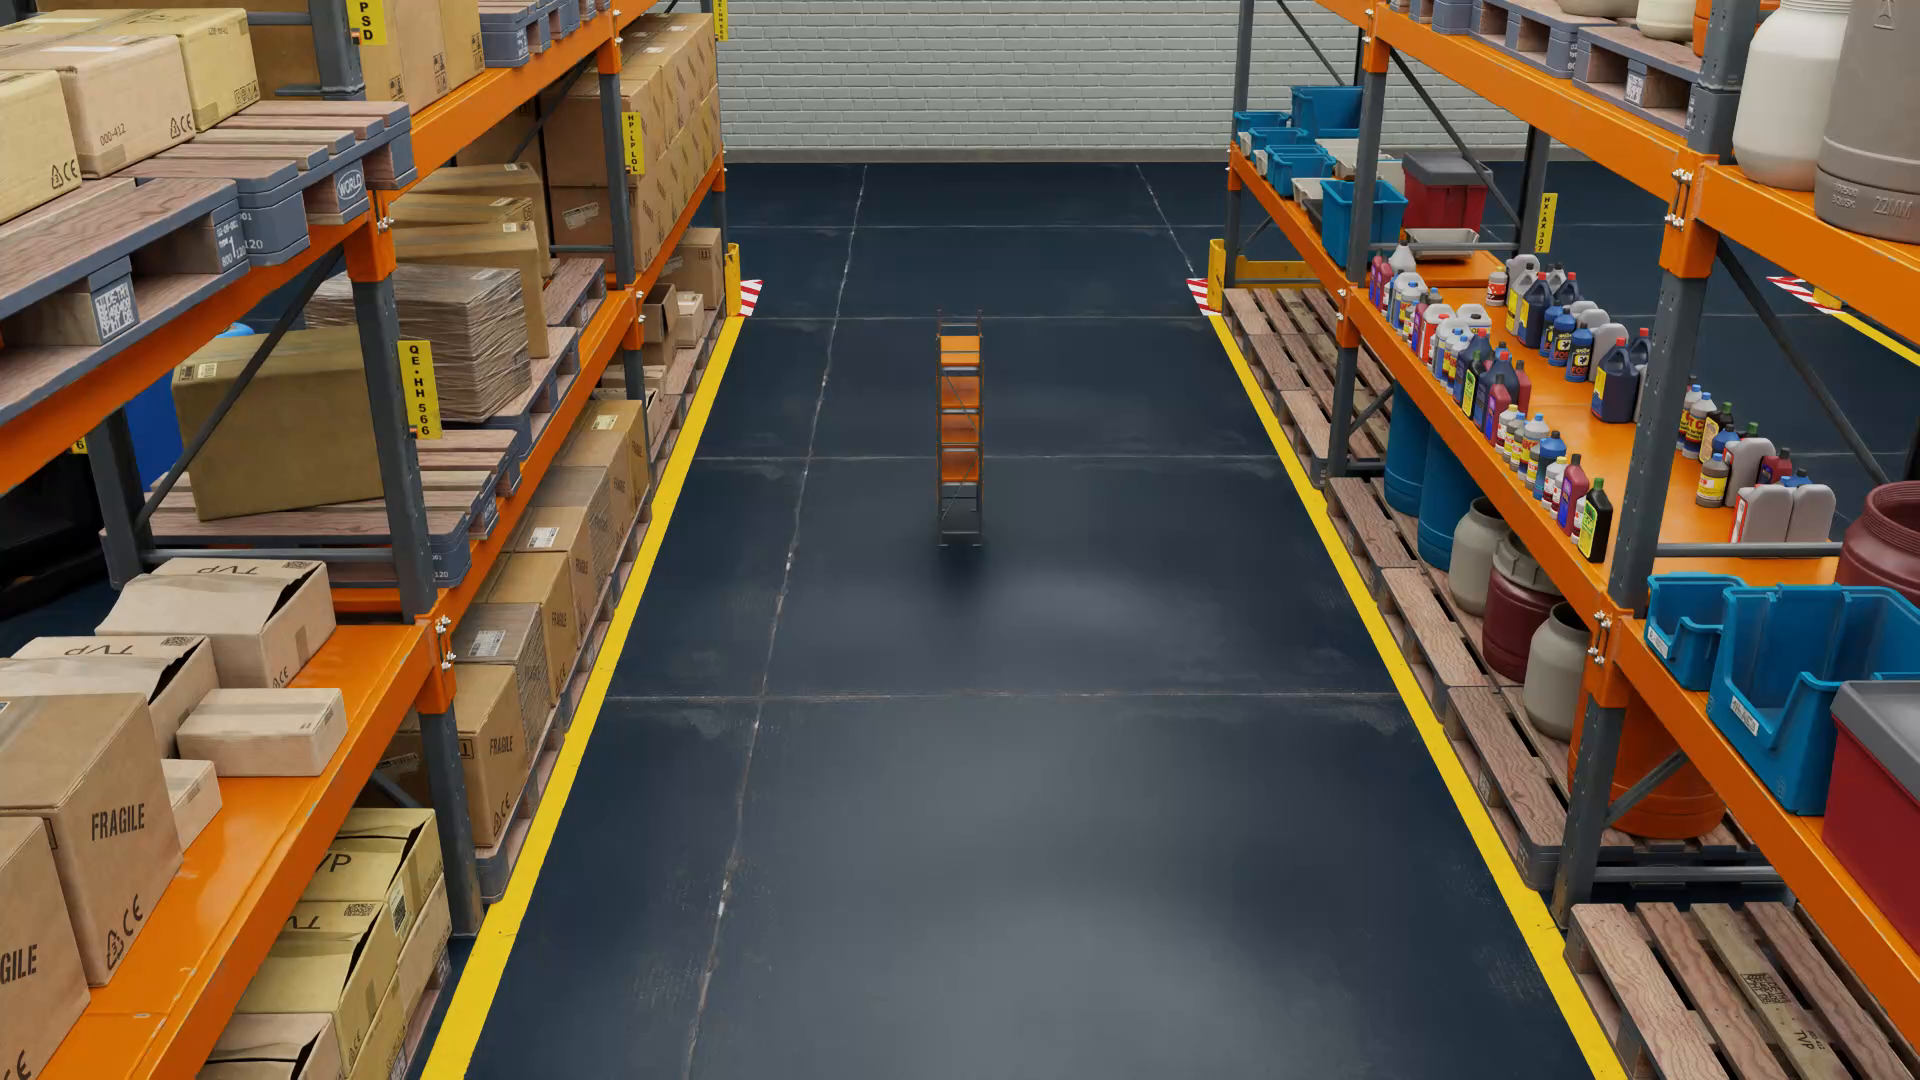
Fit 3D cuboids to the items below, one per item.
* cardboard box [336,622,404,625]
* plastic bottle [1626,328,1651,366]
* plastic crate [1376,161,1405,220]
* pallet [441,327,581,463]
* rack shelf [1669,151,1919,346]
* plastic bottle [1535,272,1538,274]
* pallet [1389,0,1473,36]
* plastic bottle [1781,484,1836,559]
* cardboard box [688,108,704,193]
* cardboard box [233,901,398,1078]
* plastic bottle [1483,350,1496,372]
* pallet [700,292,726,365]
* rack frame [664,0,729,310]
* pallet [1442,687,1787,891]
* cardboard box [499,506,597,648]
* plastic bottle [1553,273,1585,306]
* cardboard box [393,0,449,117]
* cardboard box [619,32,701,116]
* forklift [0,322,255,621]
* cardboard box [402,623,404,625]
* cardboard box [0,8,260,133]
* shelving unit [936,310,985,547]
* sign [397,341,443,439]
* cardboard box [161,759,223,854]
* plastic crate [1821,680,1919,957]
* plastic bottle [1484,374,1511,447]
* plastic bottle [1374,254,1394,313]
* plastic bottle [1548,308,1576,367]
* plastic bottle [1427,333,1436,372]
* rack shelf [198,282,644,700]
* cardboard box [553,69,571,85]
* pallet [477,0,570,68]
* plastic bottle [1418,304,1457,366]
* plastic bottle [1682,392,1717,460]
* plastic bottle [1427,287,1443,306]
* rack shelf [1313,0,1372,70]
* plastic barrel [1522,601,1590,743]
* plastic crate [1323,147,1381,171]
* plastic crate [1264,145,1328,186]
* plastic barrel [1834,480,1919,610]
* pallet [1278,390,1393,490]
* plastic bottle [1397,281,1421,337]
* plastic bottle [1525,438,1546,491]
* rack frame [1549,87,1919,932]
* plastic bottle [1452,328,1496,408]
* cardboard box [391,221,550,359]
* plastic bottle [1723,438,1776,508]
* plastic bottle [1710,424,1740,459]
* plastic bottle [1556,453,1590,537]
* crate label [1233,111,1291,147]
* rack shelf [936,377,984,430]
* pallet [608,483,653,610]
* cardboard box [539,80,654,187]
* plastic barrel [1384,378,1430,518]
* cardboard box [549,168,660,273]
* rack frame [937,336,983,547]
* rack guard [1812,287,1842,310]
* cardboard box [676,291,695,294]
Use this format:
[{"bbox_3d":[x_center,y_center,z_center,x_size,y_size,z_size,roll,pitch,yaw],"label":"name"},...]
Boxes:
[{"bbox_3d":[-2.508,0.249,6.648,0.500,0.250,0.500,1,24,1],"label":"cardboard box"},{"bbox_3d":[3.000,-0.755,7.340,0.144,0.351,0.185,0,24,-1],"label":"plastic bottle"},{"bbox_3d":[2.819,-2.212,10.572,0.437,0.282,0.530,0,24,-1],"label":"plastic crate"},{"bbox_3d":[-2.284,-0.654,7.288,1.003,0.211,1.213,0,24,-1],"label":"pallet"},{"bbox_3d":[2.717,-0.175,3.231,1.077,0.370,4.000,0,24,-1],"label":"rack shelf"},{"bbox_3d":[3.007,-1.310,8.747,0.097,0.201,0.097,0,24,0],"label":"plastic bottle"},{"bbox_3d":[2.757,-2.567,7.875,1.213,0.211,1.003,0,24,-1],"label":"pallet"},{"bbox_3d":[3.013,-0.084,5.946,0.152,0.276,0.135,0,24,-1],"label":"plastic bottle"},{"bbox_3d":[-2.059,-2.679,11.413,0.500,0.500,0.500,0,24,0],"label":"cardboard box"},{"bbox_3d":[-1.994,1.295,4.893,0.500,0.311,0.500,-1,24,-1],"label":"cardboard box"},{"bbox_3d":[2.309,-0.675,7.243,0.061,0.283,0.133,0,24,-1],"label":"plastic bottle"},{"bbox_3d":[-2.335,-1.606,12.545,1.003,0.211,1.213,0,24,-1],"label":"pallet"},{"bbox_3d":[-2.346,-3.236,12.766,1.000,3.000,0.127,0,24,-1],"label":"rack frame"},{"bbox_3d":[2.645,0.985,6.815,1.003,0.211,1.213,0,24,-1],"label":"pallet"},{"bbox_3d":[-2.000,0.172,7.728,0.500,0.500,0.500,-1,24,-2],"label":"cardboard box"},{"bbox_3d":[2.990,-1.133,8.175,0.144,0.351,0.185,0,24,-1],"label":"plastic bottle"},{"bbox_3d":[-2.302,-1.742,5.700,0.910,0.500,0.500,0,24,-1],"label":"cardboard box"},{"bbox_3d":[-2.049,-3.134,11.204,0.500,0.500,0.500,0,24,1],"label":"cardboard box"},{"bbox_3d":[-5.129,-1.139,8.213,1.130,2.935,3.031,14,28,28],"label":"forklift"},{"bbox_3d":[-2.503,0.614,6.751,0.500,0.500,0.500,1,24,2],"label":"cardboard box"},{"bbox_3d":[-2.197,-1.243,4.390,0.500,0.250,0.500,-2,24,-4],"label":"cardboard box"},{"bbox_3d":[-0.002,-0.615,9.154,0.258,1.200,0.503,0,24,-1],"label":"shelving unit"},{"bbox_3d":[-1.703,-0.471,5.247,0.100,0.325,0.005,0,24,-1],"label":"sign"},{"bbox_3d":[-2.188,0.700,4.367,0.380,0.149,0.250,2,24,3],"label":"cardboard box"},{"bbox_3d":[2.406,0.677,4.034,0.402,0.464,0.583,0,24,-1],"label":"plastic crate"},{"bbox_3d":[2.251,-0.543,6.953,0.061,0.283,0.133,0,24,-1],"label":"plastic bottle"},{"bbox_3d":[2.230,-1.348,8.731,0.061,0.283,0.133,0,24,-1],"label":"plastic bottle"},{"bbox_3d":[2.865,-0.967,7.905,0.097,0.271,0.097,0,24,0],"label":"plastic bottle"},{"bbox_3d":[2.259,-0.896,7.833,0.097,0.201,0.097,0,24,0],"label":"plastic bottle"},{"bbox_3d":[-2.280,-0.436,7.447,1.077,0.370,4.000,0,24,-1],"label":"rack shelf"},{"bbox_3d":[-2.575,-2.508,9.820,0.500,0.500,0.500,-1,24,-2],"label":"cardboard box"},{"bbox_3d":[-2.351,-2.173,7.002,1.213,0.211,1.003,0,24,-1],"label":"pallet"},{"bbox_3d":[2.285,-0.978,7.924,0.152,0.276,0.135,0,24,-1],"label":"plastic bottle"},{"bbox_3d":[3.030,-0.470,6.806,0.097,0.271,0.097,0,24,0],"label":"plastic bottle"},{"bbox_3d":[2.404,-1.183,8.467,0.097,0.201,0.097,0,24,0],"label":"plastic bottle"},{"bbox_3d":[2.629,-3.472,10.520,1.077,0.370,4.000,0,24,-1],"label":"rack shelf"},{"bbox_3d":[2.577,0.548,6.908,0.421,0.512,0.421,0,24,0],"label":"plastic barrel"},{"bbox_3d":[2.786,-2.710,11.848,0.396,0.136,0.243,0,24,-1],"label":"plastic crate"},{"bbox_3d":[2.295,-2.562,11.406,0.416,0.233,0.300,0,24,-1],"label":"plastic crate"},{"bbox_3d":[3.003,0.167,5.075,0.600,0.536,0.708,0,24,-1],"label":"plastic barrel"},{"bbox_3d":[2.604,-0.641,10.411,1.003,0.211,1.213,0,24,-1],"label":"pallet"},{"bbox_3d":[2.253,-1.159,8.329,0.097,0.271,0.097,0,24,0],"label":"plastic bottle"},{"bbox_3d":[2.275,-0.298,6.510,0.097,0.201,0.097,0,24,0],"label":"plastic bottle"},{"bbox_3d":[2.695,0.039,5.523,1.000,3.000,0.127,0,24,-1],"label":"rack frame"},{"bbox_3d":[2.288,-0.771,7.374,0.144,0.351,0.185,0,24,-1],"label":"plastic bottle"},{"bbox_3d":[-2.221,-1.097,7.405,0.700,0.500,0.500,-6,25,-14],"label":"cardboard box"},{"bbox_3d":[3.008,-0.274,6.367,0.152,0.276,0.135,0,24,-1],"label":"plastic bottle"},{"bbox_3d":[2.974,-0.320,6.474,0.097,0.271,0.097,0,24,0],"label":"plastic bottle"},{"bbox_3d":[2.261,-0.167,6.121,0.061,0.283,0.133,0,24,-1],"label":"plastic bottle"},{"bbox_3d":[2.281,-3.105,12.606,0.416,0.233,0.303,0,24,-1],"label":"crate label"},{"bbox_3d":[-0.002,-0.757,9.089,0.258,0.148,0.480,0,24,-1],"label":"rack shelf"},{"bbox_3d":[-2.255,0.017,8.955,1.003,0.211,1.213,0,24,-1],"label":"pallet"},{"bbox_3d":[-2.026,-2.285,9.327,0.500,0.500,0.500,0,24,1],"label":"cardboard box"},{"bbox_3d":[2.640,-0.620,9.017,0.600,0.901,0.708,0,24,-1],"label":"plastic barrel"},{"bbox_3d":[-2.035,-1.845,9.568,0.500,0.500,0.500,0,24,1],"label":"cardboard box"},{"bbox_3d":[0.001,-0.514,8.931,0.240,1.200,0.015,0,24,-1],"label":"rack frame"},{"bbox_3d":[7.560,-2.150,13.398,1.175,0.500,0.348,0,24,-1],"label":"rack guard"},{"bbox_3d":[-2.179,-1.756,12.396,0.380,0.166,0.250,0,24,-1],"label":"cardboard box"}]
